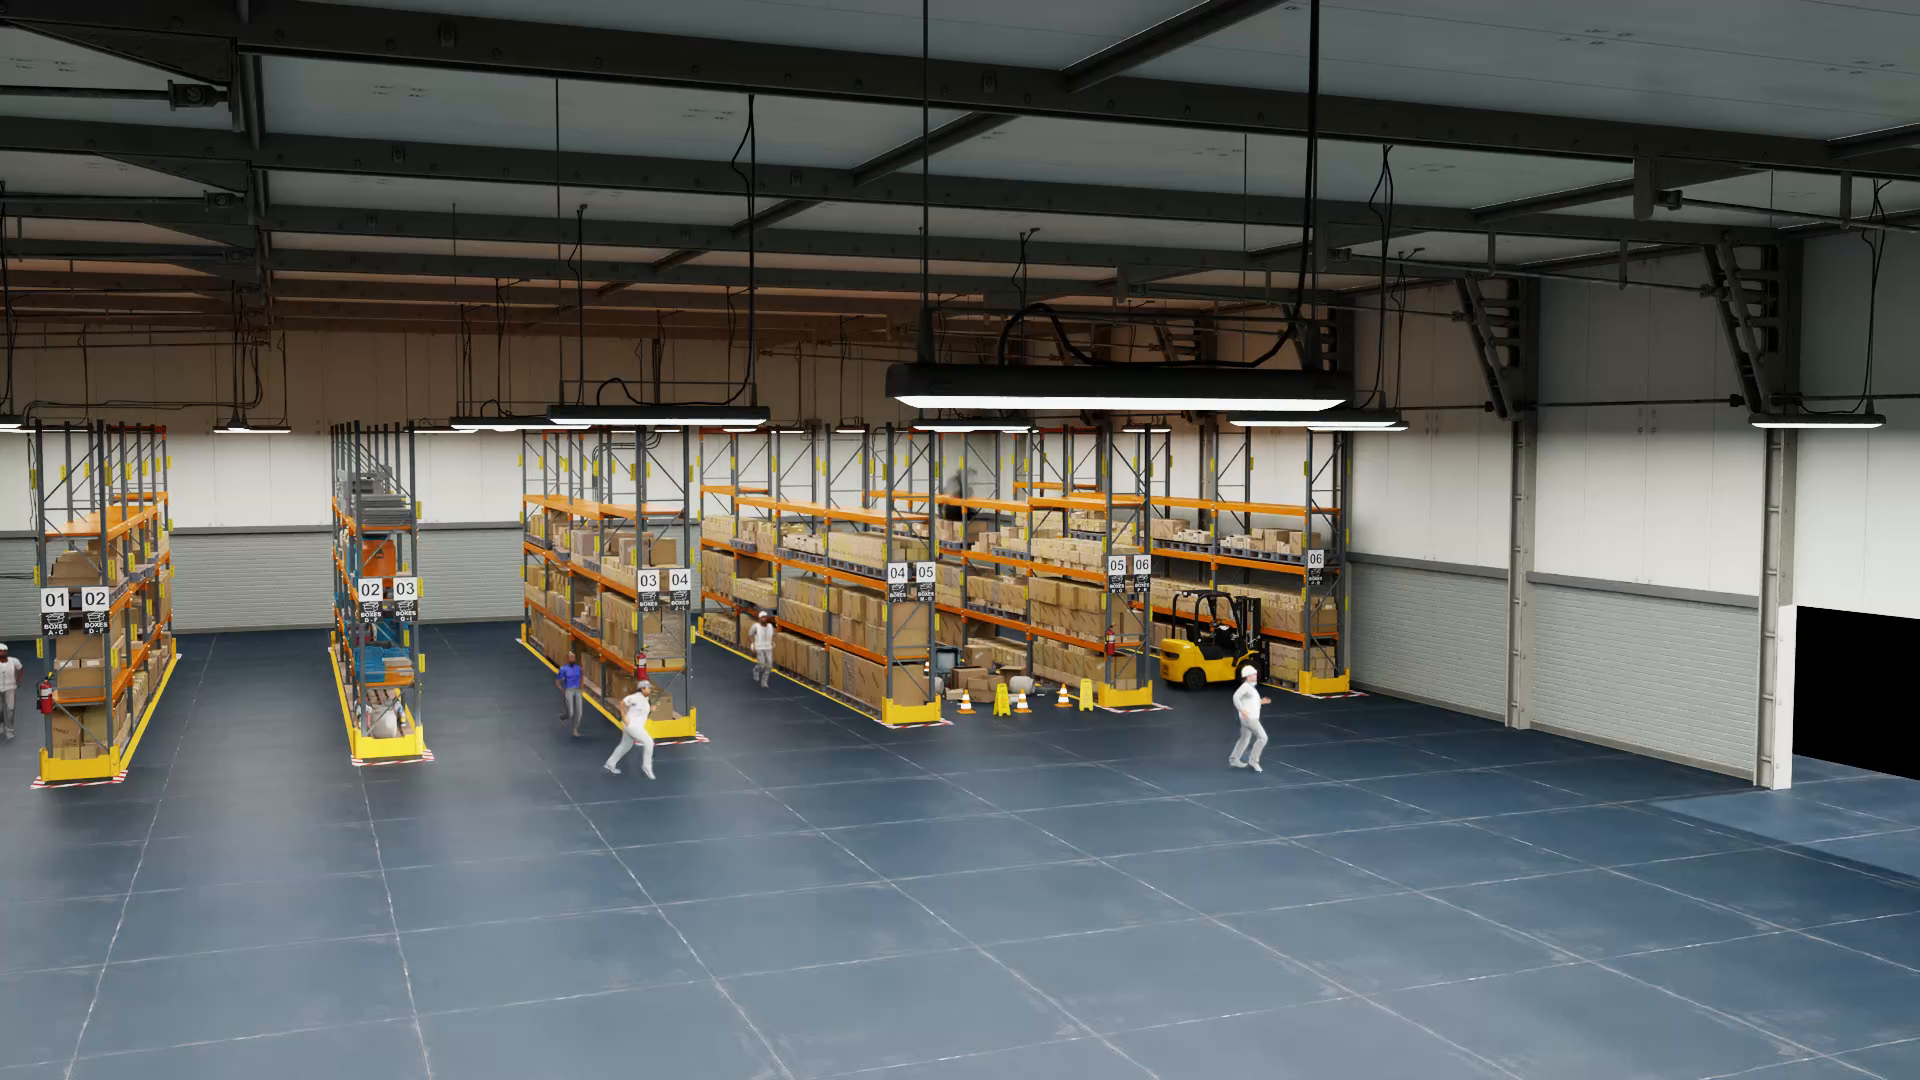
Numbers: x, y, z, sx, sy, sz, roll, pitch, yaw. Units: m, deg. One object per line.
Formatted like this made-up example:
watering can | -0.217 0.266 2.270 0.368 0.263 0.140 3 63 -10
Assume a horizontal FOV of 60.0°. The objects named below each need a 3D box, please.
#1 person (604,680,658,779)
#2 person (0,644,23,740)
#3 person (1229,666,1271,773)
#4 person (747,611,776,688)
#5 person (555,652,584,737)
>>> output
person | -5.518 3.179 27.868 0.925 1.676 0.601 0 4 -1
person | -18.077 2.841 31.430 0.701 1.765 0.917 -2 4 -34
person | 4.957 3.062 28.432 0.699 1.815 0.638 1 4 10
person | -4.479 2.492 37.865 0.675 1.733 0.599 -2 4 -29
person | -7.414 2.938 31.758 0.573 1.595 0.614 -3 4 -37
